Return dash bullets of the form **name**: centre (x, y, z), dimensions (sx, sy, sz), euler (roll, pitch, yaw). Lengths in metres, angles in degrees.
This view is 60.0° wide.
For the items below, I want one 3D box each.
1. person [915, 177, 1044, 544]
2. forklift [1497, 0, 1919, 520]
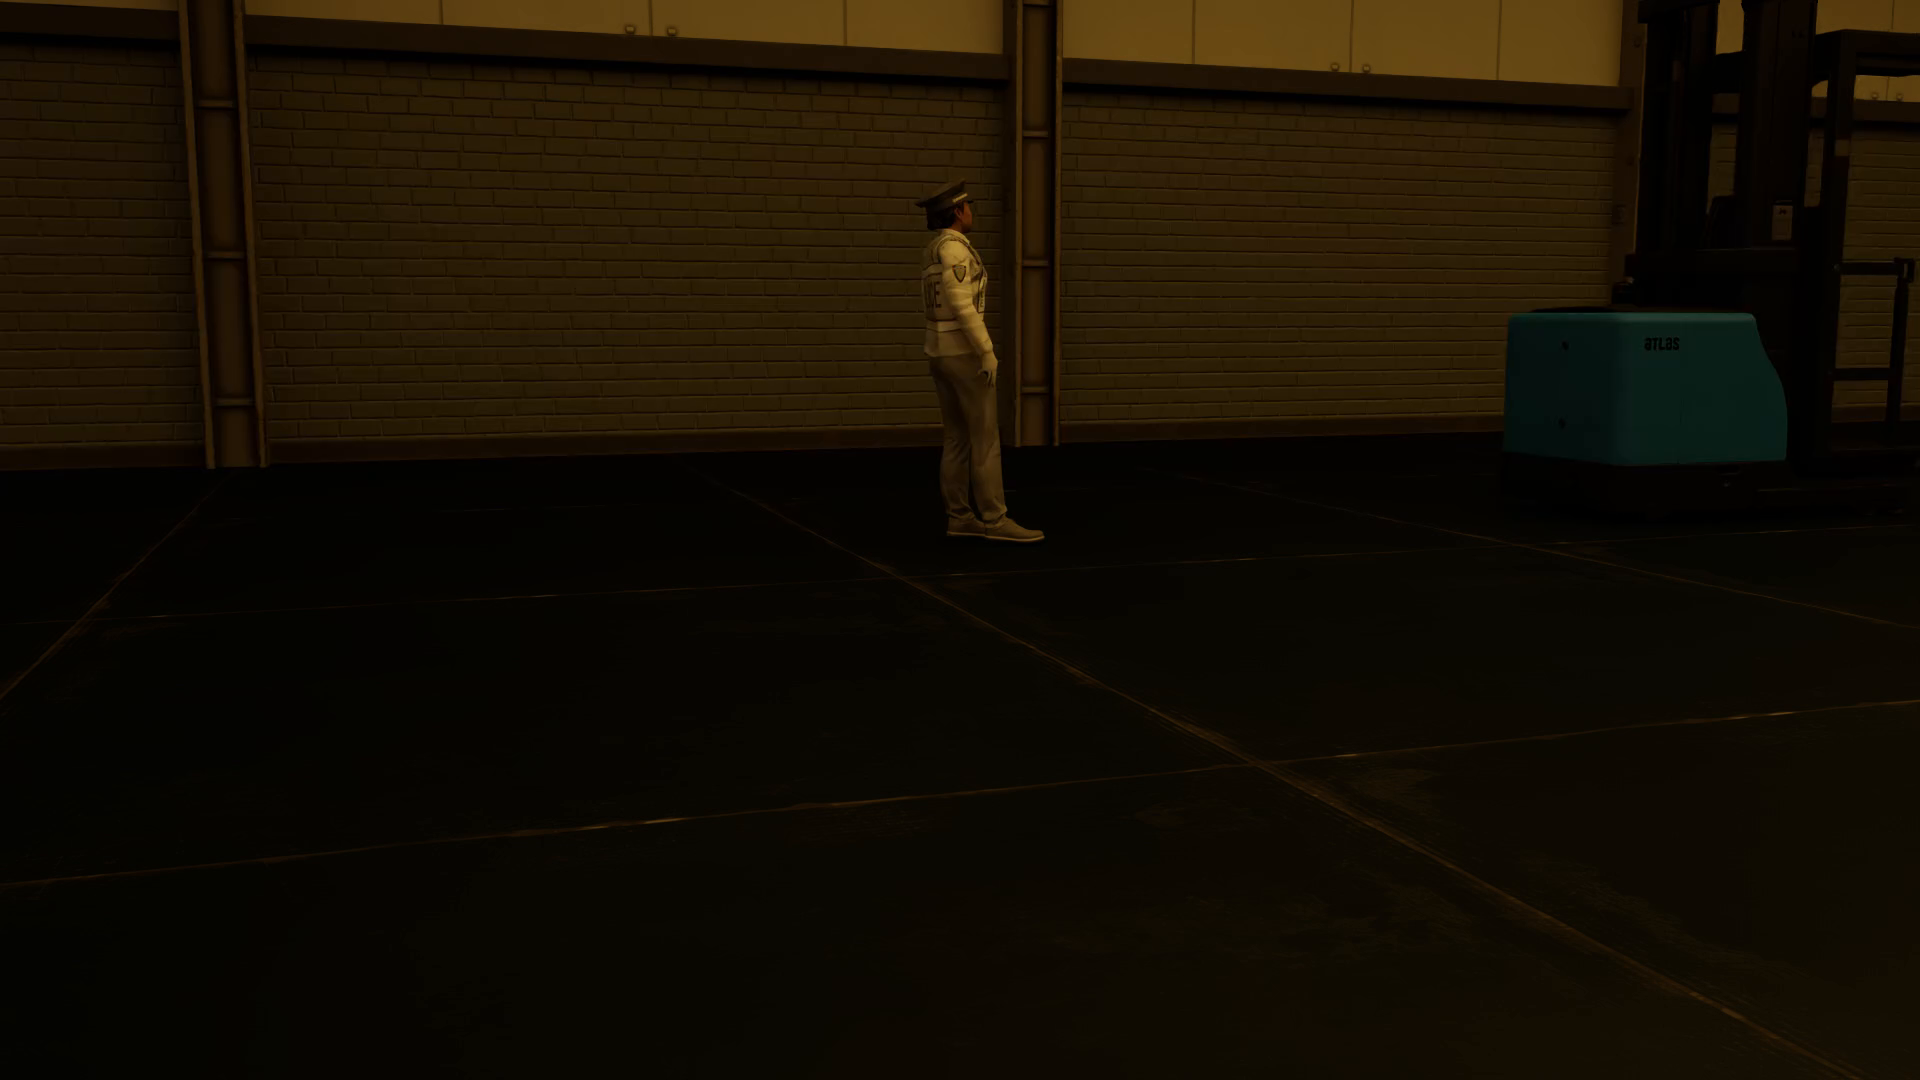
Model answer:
- **person**: centre (0.068, -0.849, 7.824), dimensions (0.530, 1.694, 0.586), euler (-3, 8, -18)
- **forklift**: centre (4.584, -1.646, 9.151), dimensions (3.031, 2.935, 1.130), euler (-3, 8, -18)
